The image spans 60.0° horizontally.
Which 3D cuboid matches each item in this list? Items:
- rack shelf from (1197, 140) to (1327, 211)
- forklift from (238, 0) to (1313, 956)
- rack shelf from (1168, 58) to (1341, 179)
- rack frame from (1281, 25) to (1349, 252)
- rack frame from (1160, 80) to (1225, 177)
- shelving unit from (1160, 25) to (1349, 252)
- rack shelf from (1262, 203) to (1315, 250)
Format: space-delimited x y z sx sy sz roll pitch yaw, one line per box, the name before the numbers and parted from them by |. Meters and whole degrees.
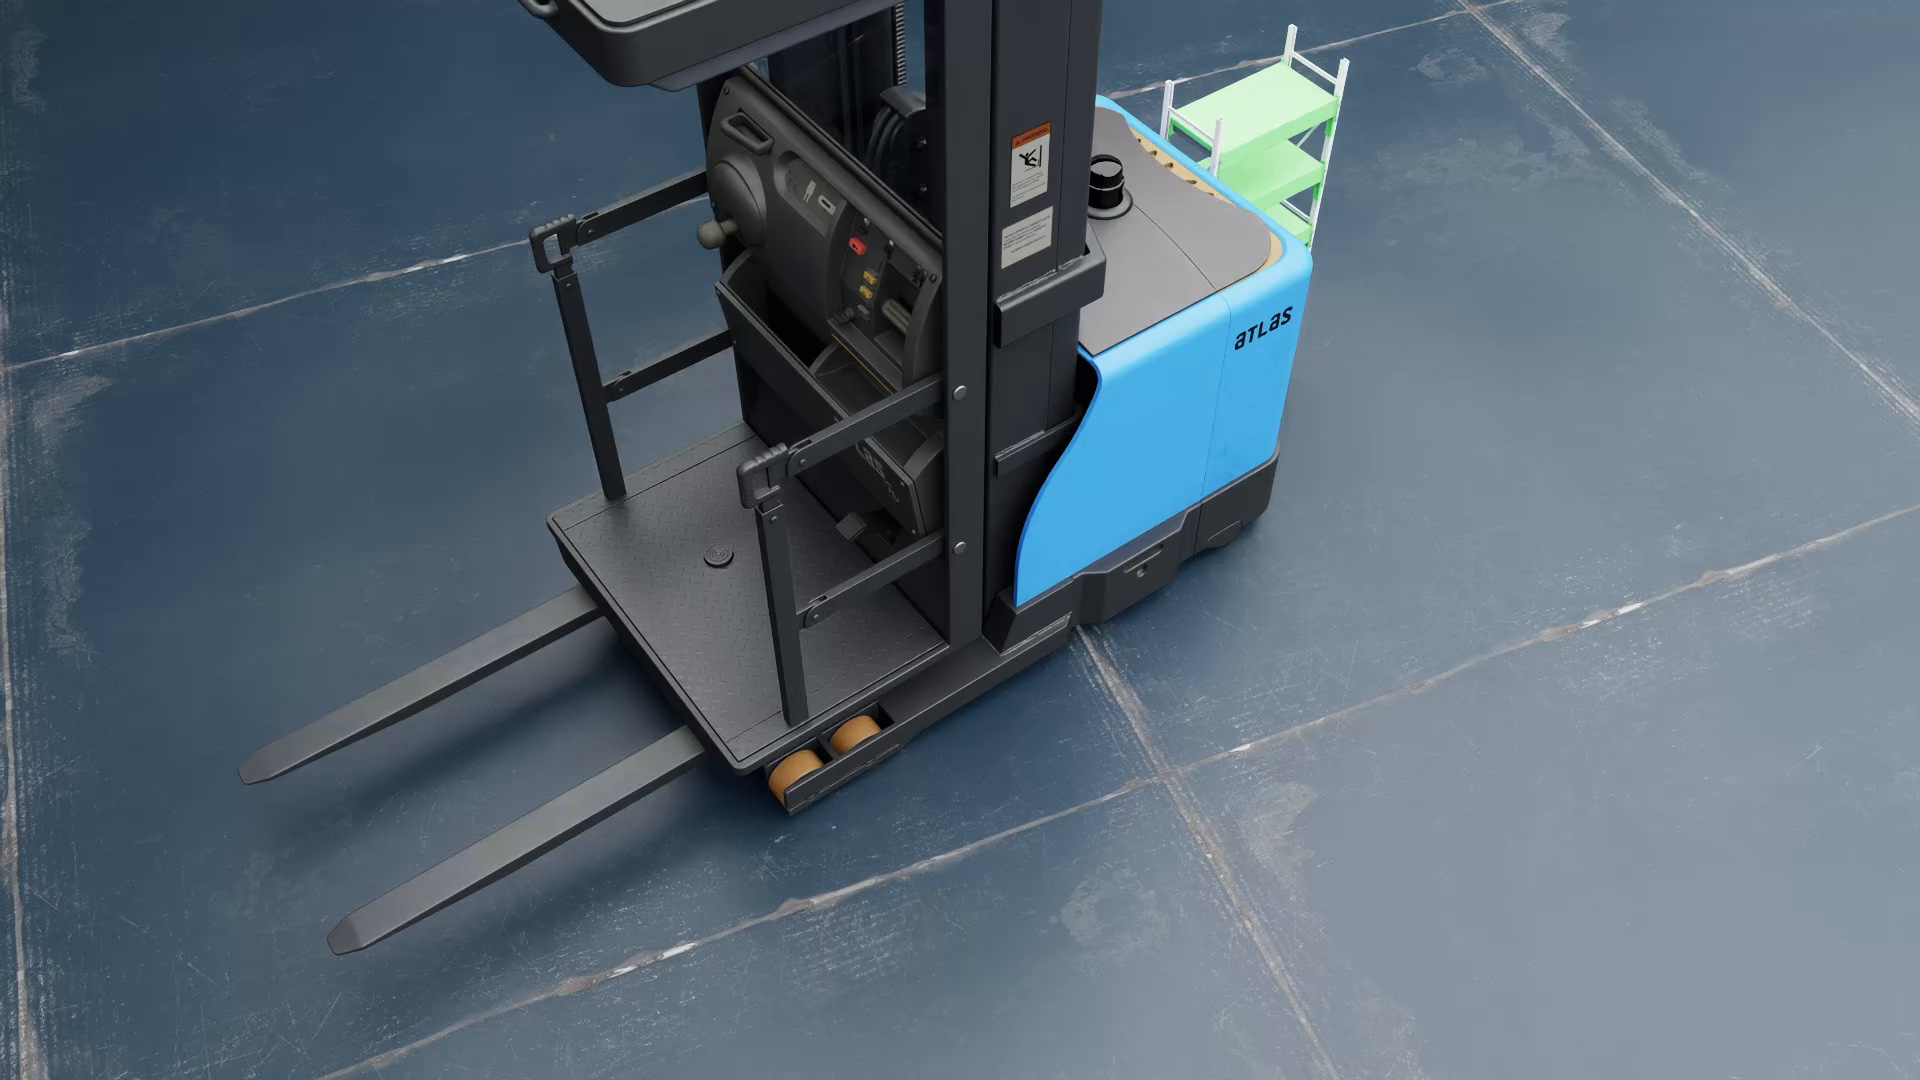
rack shelf | 0.868 -1.088 5.161 0.480 0.148 0.258 -29 55 -23
forklift | -0.509 -0.672 3.895 3.031 2.935 1.130 -29 55 -23
rack shelf | 0.868 -1.244 4.979 0.480 0.148 0.258 -29 55 -23
rack frame | 1.064 -1.083 5.389 0.015 1.200 0.240 -29 55 -23
rack frame | 0.671 -0.863 5.201 0.015 1.200 0.240 -29 55 -23
shelving unit | 0.868 -0.973 5.295 0.503 1.200 0.258 -29 55 -23
rack shelf | 0.868 -0.931 5.343 0.480 0.148 0.258 -29 55 -23
